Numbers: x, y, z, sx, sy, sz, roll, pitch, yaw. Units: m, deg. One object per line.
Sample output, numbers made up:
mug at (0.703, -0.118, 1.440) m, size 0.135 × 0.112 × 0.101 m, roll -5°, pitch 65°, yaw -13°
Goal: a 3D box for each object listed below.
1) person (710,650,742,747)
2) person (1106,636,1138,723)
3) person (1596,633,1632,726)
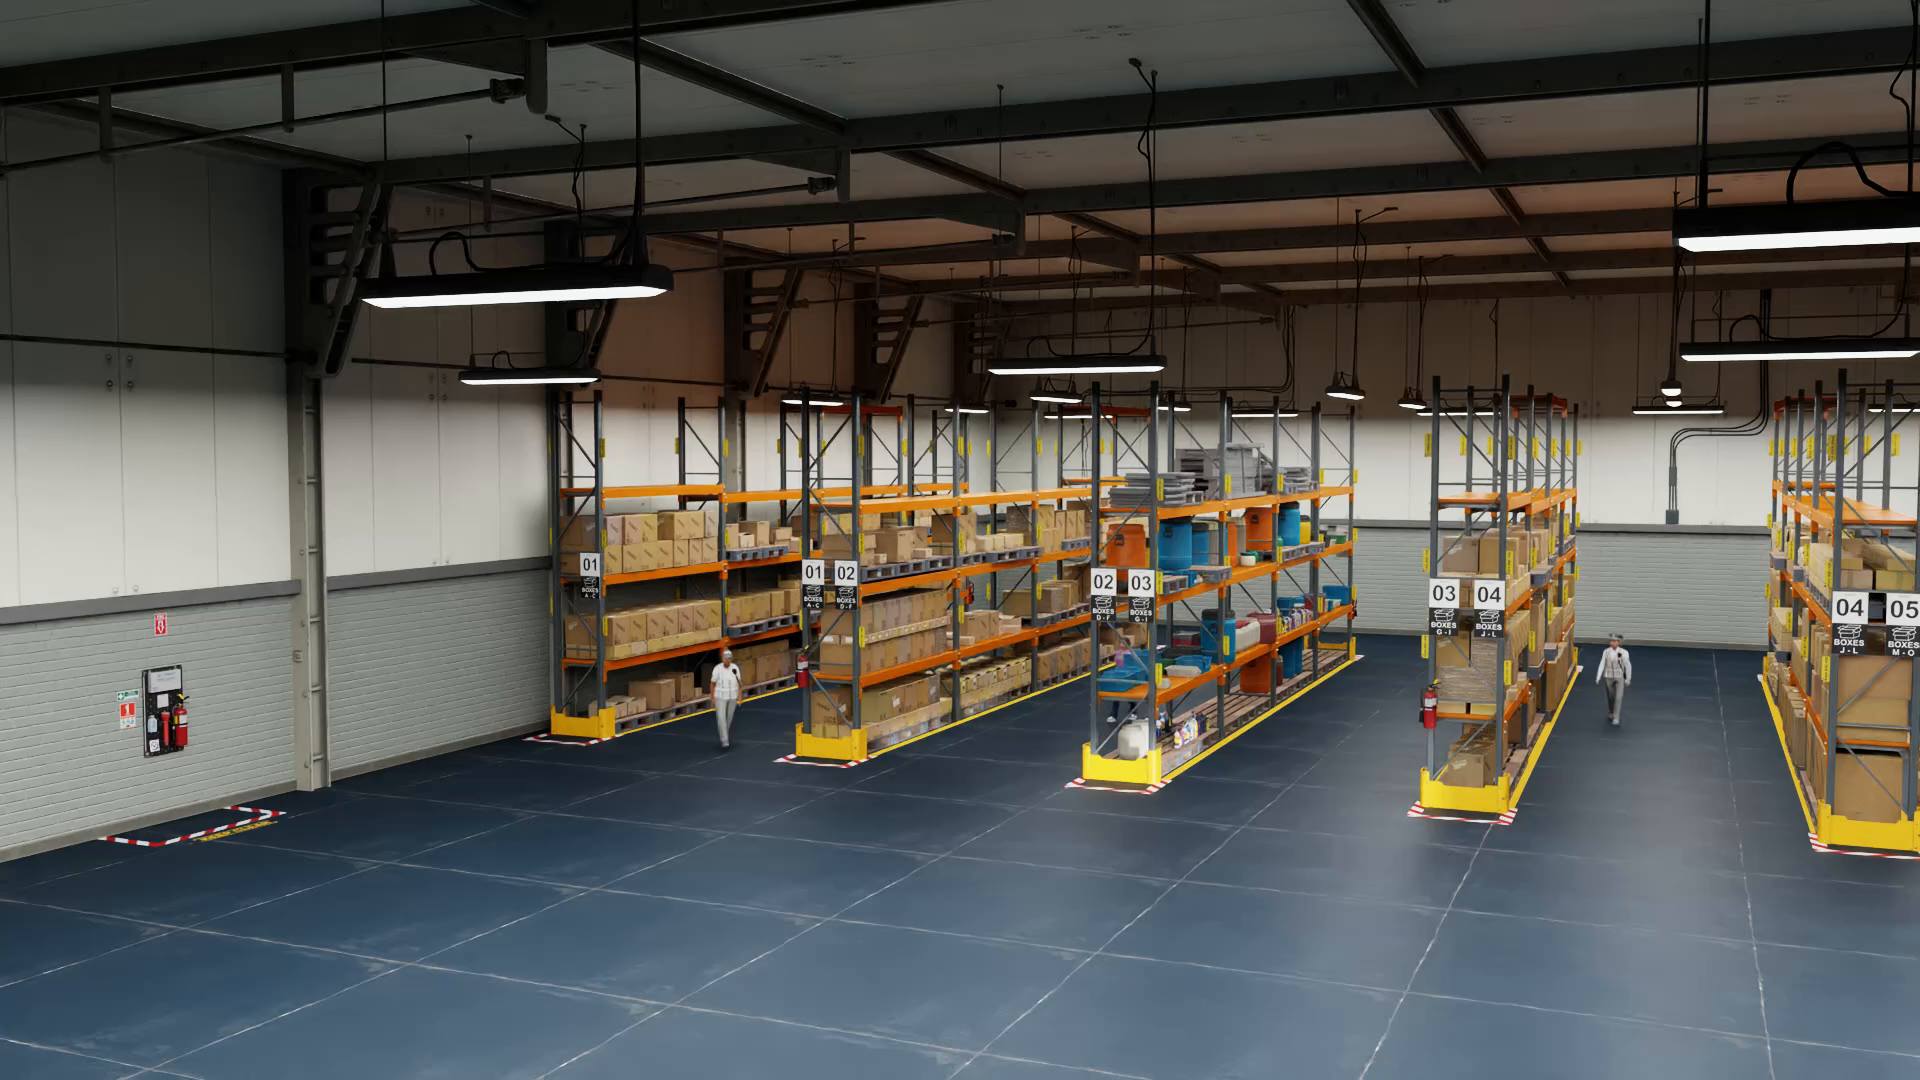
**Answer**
person at (-3.888, 2.639, 27.770) m, size 0.535 × 1.604 × 1.016 m, roll -2°, pitch 4°, yaw -30°
person at (2.962, 2.533, 30.243) m, size 0.432 × 1.552 × 0.903 m, roll 2°, pitch 4°, yaw 35°
person at (11.872, 2.497, 30.181) m, size 0.583 × 1.611 × 1.034 m, roll 2°, pitch 4°, yaw 26°
